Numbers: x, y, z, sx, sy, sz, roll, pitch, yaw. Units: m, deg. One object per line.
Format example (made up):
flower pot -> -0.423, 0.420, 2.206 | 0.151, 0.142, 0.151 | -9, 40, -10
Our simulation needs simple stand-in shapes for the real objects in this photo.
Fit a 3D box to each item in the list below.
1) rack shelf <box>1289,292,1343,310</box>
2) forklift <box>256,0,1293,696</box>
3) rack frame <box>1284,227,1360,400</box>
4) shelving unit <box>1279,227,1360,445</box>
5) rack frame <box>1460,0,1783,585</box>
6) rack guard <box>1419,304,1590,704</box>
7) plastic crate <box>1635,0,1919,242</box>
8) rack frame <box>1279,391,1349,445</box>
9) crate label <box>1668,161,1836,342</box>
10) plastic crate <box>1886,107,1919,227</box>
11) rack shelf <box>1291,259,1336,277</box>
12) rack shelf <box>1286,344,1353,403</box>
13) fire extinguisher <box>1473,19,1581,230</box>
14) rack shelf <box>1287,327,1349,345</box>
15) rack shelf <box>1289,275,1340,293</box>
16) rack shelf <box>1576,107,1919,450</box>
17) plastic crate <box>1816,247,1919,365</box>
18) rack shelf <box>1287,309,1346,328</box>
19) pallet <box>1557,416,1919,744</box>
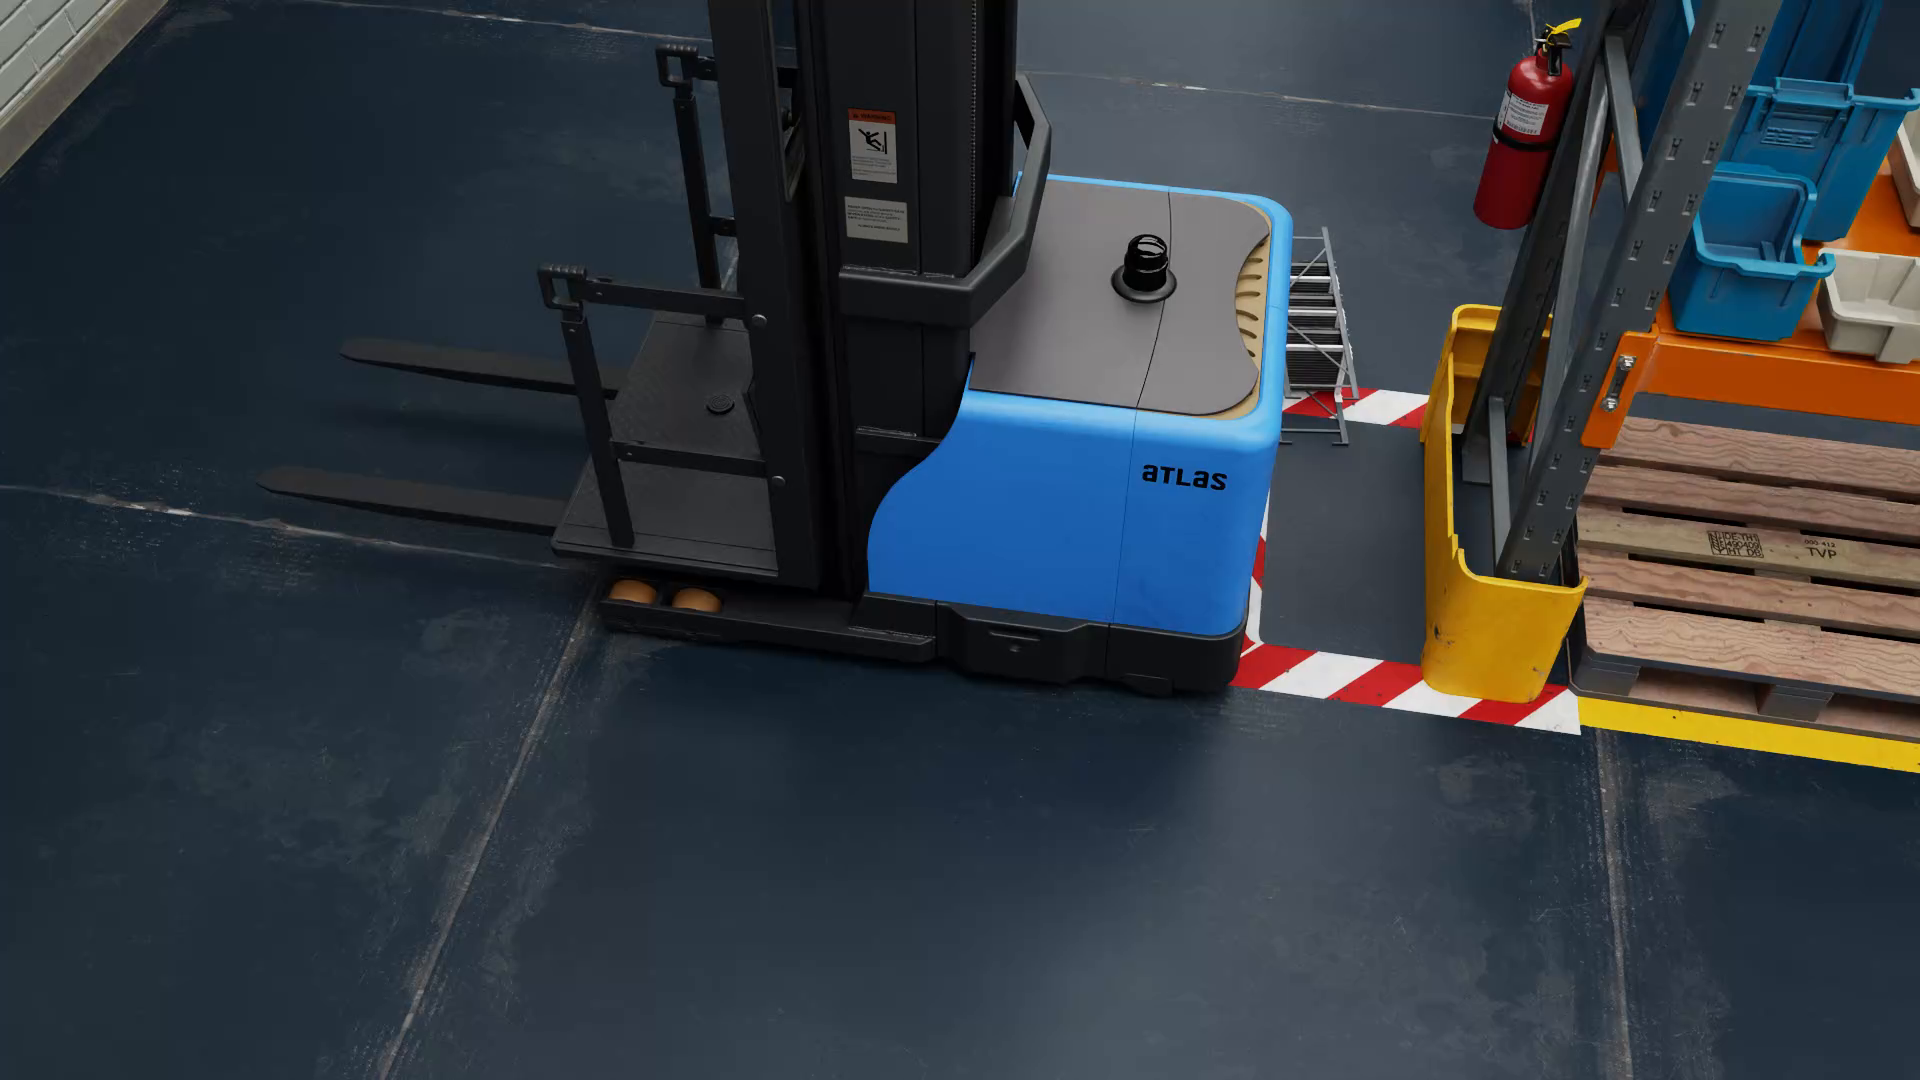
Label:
rack shelf -> 1.187, -0.765, 5.793 | 0.258, 0.200, 0.077 | 1, 48, 1
forklift -> -0.617, -1.059, 4.231 | 3.031, 2.935, 1.130 | 7, 48, 6
rack frame -> 1.186, -0.791, 5.680 | 0.240, 0.006, 0.900 | 1, 48, 1
shelving unit -> 1.186, -0.723, 5.755 | 0.258, 0.210, 0.900 | 1, 48, 1
rack frame -> 1.647, -0.976, 4.110 | 0.127, 3.000, 1.000 | 8, 49, 7
rack guard -> 1.621, -0.134, 5.034 | 0.348, 0.500, 1.175 | 8, 49, 7
plastic crate -> 2.010, -1.100, 4.158 | 0.499, 0.435, 0.616 | 8, 49, 7
rack frame -> 1.186, -0.655, 5.831 | 0.240, 0.006, 0.900 | 1, 48, 1
crate label -> 1.831, -0.666, 3.904 | 0.303, 0.233, 0.416 | 8, 49, 7
plastic crate -> 2.482, -0.932, 4.208 | 0.243, 0.136, 0.396 | 8, 49, 7
rack shelf -> 1.193, -0.899, 5.913 | 0.258, 0.200, 0.077 | 1, 48, 1
rack shelf -> 1.179, -0.565, 5.613 | 0.258, 0.200, 0.077 | 1, 48, 1
fire extinguisher -> 1.579, -1.178, 4.594 | 0.183, 0.674, 0.296 | 8, 49, 7
rack shelf -> 1.182, -0.632, 5.673 | 0.258, 0.200, 0.077 | 1, 48, 1
rack shelf -> 1.190, -0.832, 5.853 | 0.258, 0.200, 0.077 | 1, 48, 1
rack shelf -> 3.615, -0.471, 4.140 | 4.000, 0.370, 1.077 | 8, 49, 7
plastic crate -> 2.132, -0.531, 3.847 | 0.298, 0.136, 0.250 | 8, 49, 7
rack shelf -> 1.185, -0.699, 5.733 | 0.258, 0.200, 0.077 | 1, 48, 1
pallet -> 2.452, 0.094, 5.024 | 1.213, 0.211, 1.003 | 8, 49, 7
